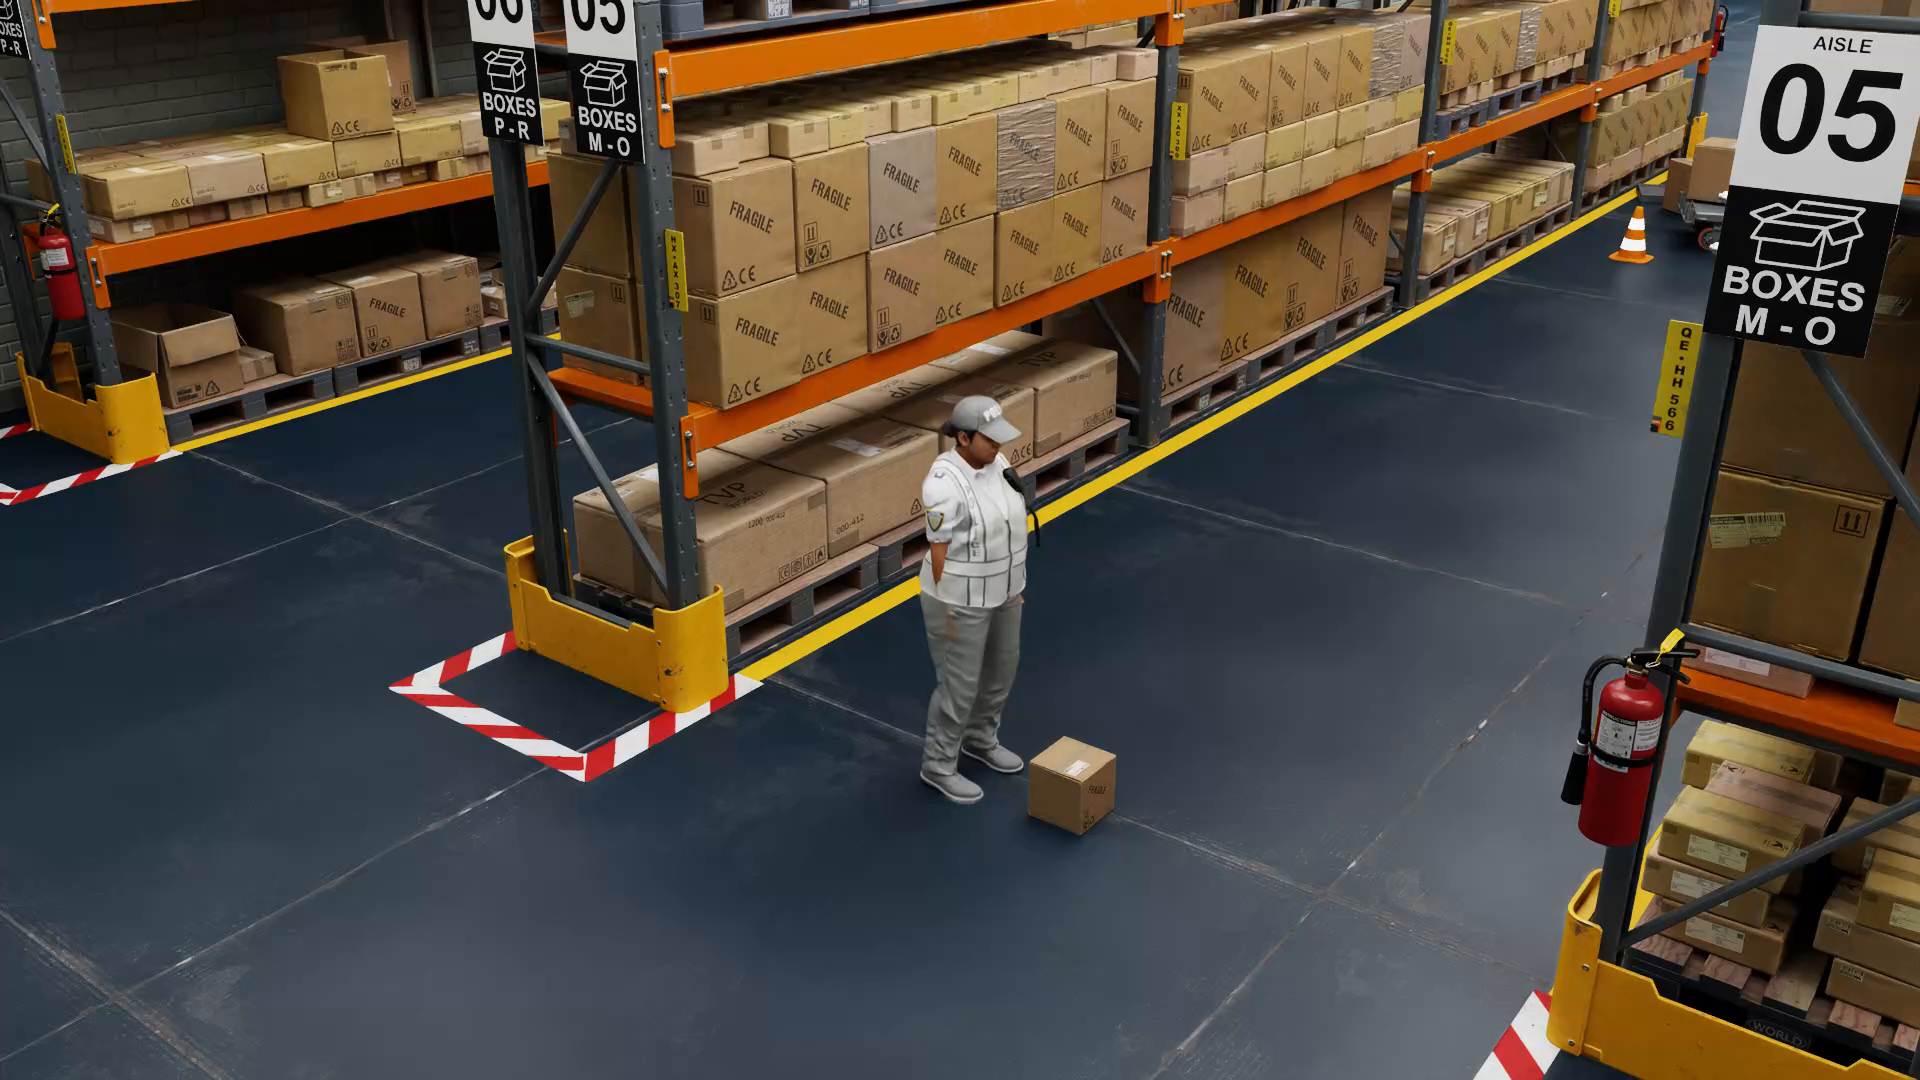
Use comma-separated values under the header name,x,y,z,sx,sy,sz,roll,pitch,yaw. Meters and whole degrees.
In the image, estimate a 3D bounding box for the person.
name,x,y,z,sx,sy,sz,roll,pitch,yaw
person,0.071,0.218,6.614,0.390,1.662,0.469,18,29,34
